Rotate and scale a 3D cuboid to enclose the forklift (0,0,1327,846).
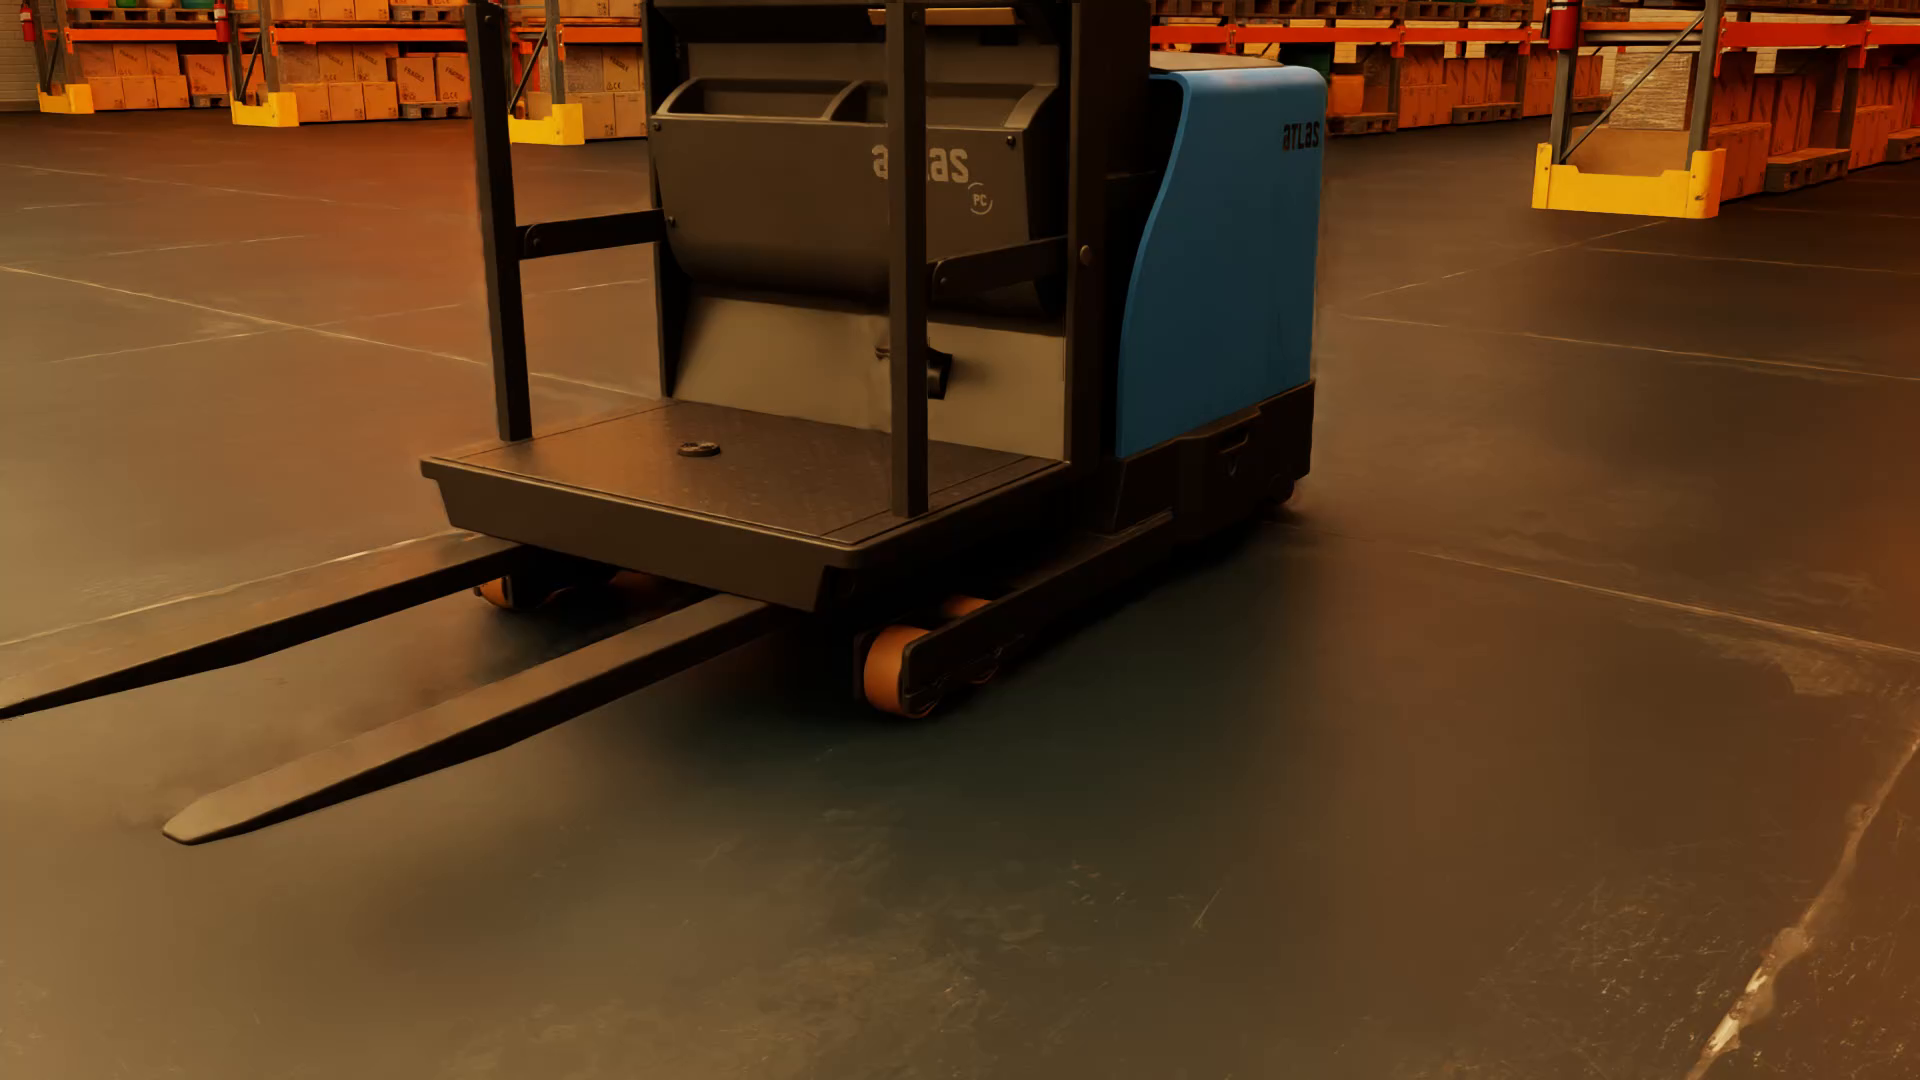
[{"bbox_3d":[-0.346,-1.246,3.001,1.130,2.935,3.031,11,20,33],"label":"forklift"}]
